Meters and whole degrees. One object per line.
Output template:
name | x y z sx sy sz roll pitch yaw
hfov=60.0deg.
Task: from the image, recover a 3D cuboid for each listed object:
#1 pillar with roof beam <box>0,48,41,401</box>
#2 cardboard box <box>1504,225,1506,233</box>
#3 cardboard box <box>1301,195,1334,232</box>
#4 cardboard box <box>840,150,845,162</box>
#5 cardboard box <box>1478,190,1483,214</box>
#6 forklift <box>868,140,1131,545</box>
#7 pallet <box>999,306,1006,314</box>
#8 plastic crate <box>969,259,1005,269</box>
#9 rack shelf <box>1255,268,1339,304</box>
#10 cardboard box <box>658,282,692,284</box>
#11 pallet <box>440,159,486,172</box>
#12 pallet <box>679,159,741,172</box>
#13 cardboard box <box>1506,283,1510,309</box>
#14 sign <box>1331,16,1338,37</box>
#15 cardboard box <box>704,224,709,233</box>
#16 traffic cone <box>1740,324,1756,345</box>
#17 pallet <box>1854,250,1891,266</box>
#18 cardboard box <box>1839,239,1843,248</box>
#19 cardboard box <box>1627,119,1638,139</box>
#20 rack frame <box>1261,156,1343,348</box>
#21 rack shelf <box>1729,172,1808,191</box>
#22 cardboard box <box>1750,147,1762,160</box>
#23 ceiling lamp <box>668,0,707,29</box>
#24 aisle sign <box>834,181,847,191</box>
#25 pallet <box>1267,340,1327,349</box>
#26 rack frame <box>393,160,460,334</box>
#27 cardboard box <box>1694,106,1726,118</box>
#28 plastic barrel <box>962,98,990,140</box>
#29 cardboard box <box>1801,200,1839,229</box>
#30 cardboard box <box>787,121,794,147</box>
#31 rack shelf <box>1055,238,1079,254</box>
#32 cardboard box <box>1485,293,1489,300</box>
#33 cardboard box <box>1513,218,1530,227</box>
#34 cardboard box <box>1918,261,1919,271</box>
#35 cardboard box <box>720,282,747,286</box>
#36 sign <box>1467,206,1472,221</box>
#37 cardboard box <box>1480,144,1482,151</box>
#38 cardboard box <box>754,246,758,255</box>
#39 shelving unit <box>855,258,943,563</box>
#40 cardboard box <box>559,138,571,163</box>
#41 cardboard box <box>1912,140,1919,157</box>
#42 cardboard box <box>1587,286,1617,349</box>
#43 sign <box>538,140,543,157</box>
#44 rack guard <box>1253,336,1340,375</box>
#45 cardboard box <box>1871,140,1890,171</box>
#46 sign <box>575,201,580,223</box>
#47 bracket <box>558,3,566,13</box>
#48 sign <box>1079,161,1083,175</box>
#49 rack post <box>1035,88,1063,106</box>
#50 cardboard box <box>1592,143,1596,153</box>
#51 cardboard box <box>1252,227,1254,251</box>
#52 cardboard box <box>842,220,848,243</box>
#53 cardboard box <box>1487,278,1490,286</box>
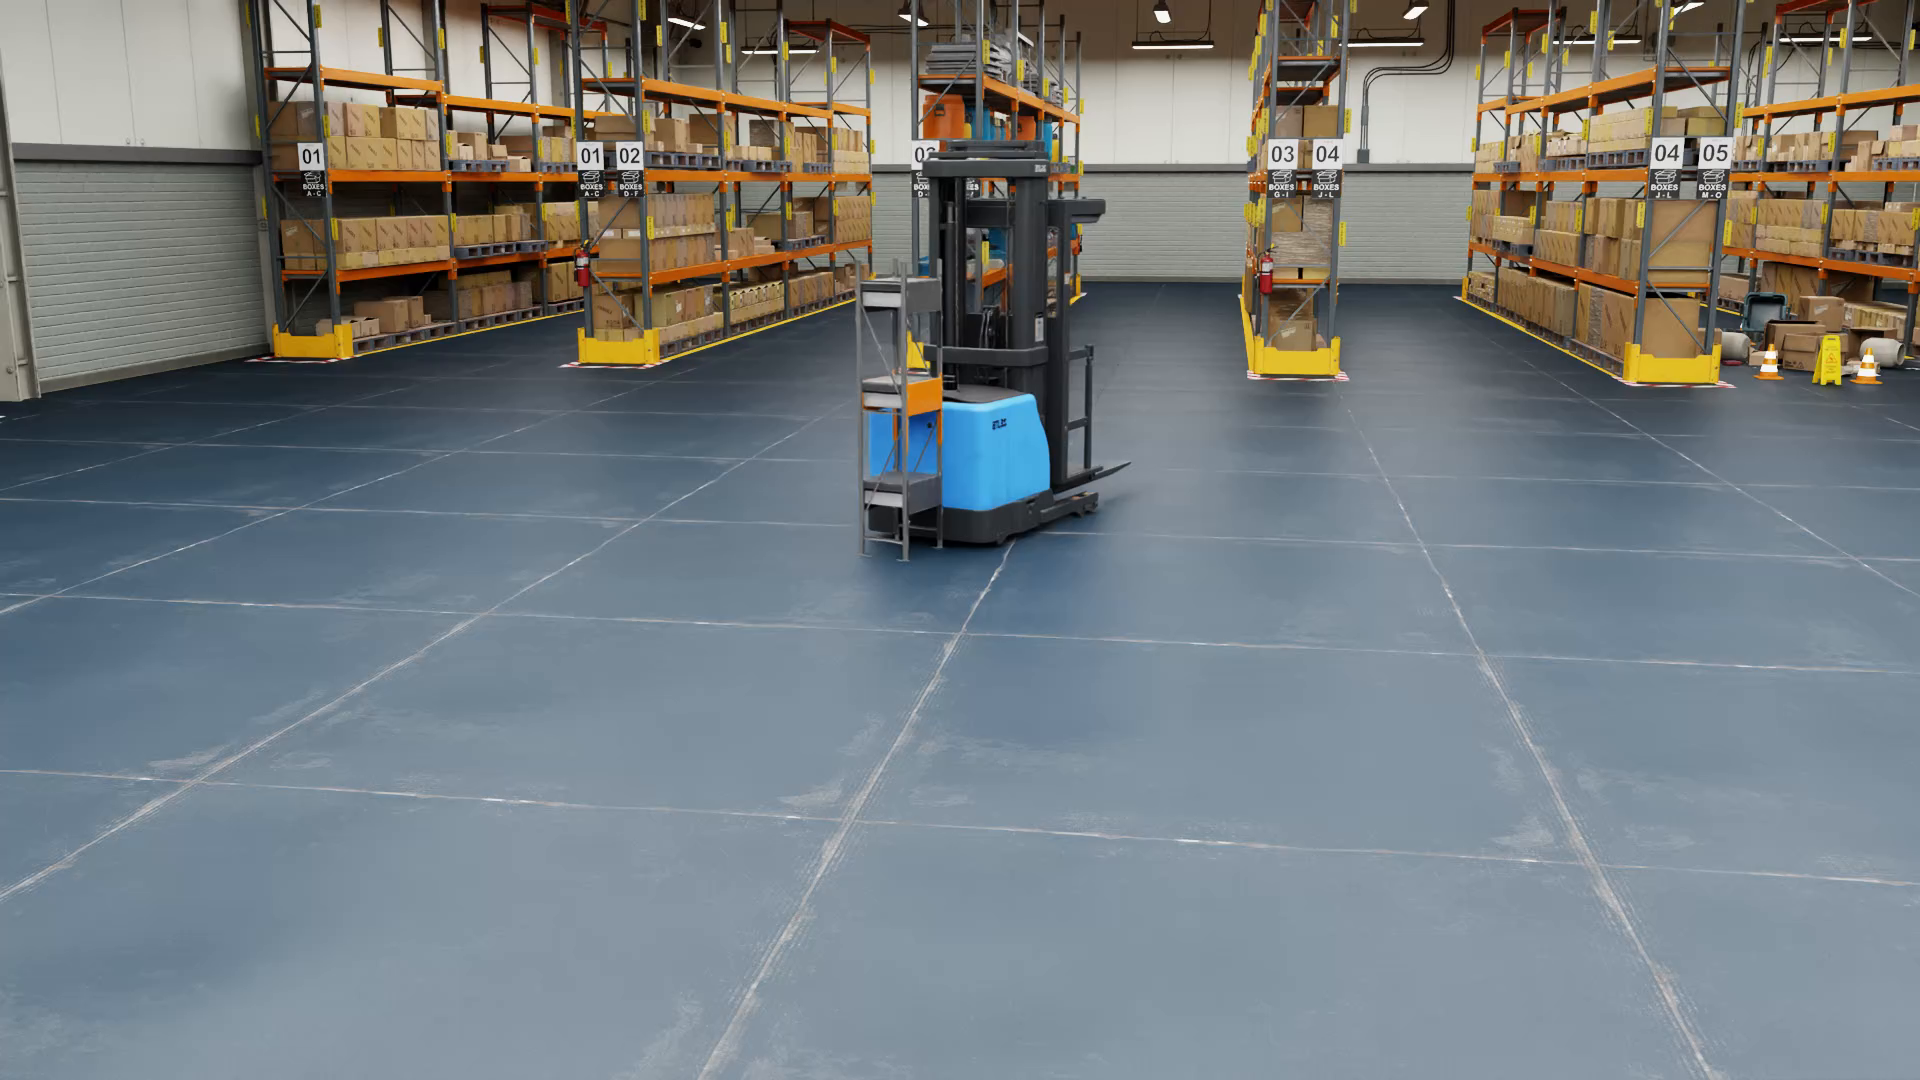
pillar with roof beam | -7.388 -6.002 18.985 9.100 9.000 0.400 2 12 9
cardboard box | 10.731 -6.007 32.138 0.380 0.149 0.250 2 12 8
cardboard box | 5.065 -4.592 23.362 0.500 0.500 0.500 2 12 9
cardboard box | -2.835 -8.457 36.666 0.500 0.250 0.500 2 12 9
cardboard box | 11.553 -7.337 36.102 0.500 0.500 0.500 2 12 7
forklift | 0.472 -1.662 13.247 1.130 2.935 3.031 7 14 29
pallet | 1.128 -4.431 32.553 1.003 0.211 1.213 2 12 9
plastic crate | 0.433 -4.321 26.049 0.530 0.136 0.437 2 12 9
rack shelf | 5.019 -3.868 25.027 1.077 0.370 4.000 2 12 9
cardboard box | -4.842 -4.099 28.141 0.500 0.500 0.500 2 12 9
pallet | -9.156 -6.617 29.401 1.213 0.211 1.003 2 12 9
pallet | -4.338 -6.514 28.934 0.805 0.209 1.217 1 12 6
cardboard box | 10.920 -4.738 32.293 0.500 0.500 0.500 2 12 10
sign | 5.860 -8.042 26.045 0.100 0.325 0.005 2 12 9
cardboard box | -4.369 -5.154 27.510 0.380 0.149 0.250 2 12 7
traffic cone | 12.983 -3.471 27.499 0.336 0.463 0.334 2 12 9
pallet | 15.470 -4.640 27.359 1.003 0.211 1.213 2 12 9
cardboard box | 15.424 -5.110 28.685 0.380 0.149 0.250 1 12 5
cardboard box | 9.474 -5.629 22.787 0.500 0.250 0.500 2 12 9
rack frame | 4.712 -3.803 23.019 1.000 3.000 0.127 2 12 9
rack shelf | 16.657 -7.511 34.812 1.077 0.370 4.000 2 12 9
cardboard box | 16.131 -7.778 33.429 0.396 0.266 0.258 2 12 10
ceiling lamp | -5.482 -12.304 34.370 0.800 3.185 2.000 2 12 9
aisle sign | -2.895 -8.750 39.803 0.394 0.787 0.004 2 12 9
pallet | 5.073 -2.877 25.341 1.003 0.211 1.213 2 12 9
rack frame | -9.356 -5.117 29.117 1.000 3.000 0.127 2 12 9
cardboard box | 9.963 -5.668 22.022 0.380 0.149 0.250 2 12 9
plastic barrel | 0.174 -6.509 26.269 0.600 0.901 0.708 2 12 9
cardboard box | 15.626 -5.908 30.176 0.500 0.500 0.500 2 12 10
cardboard box | -3.616 -8.097 33.213 0.500 0.500 0.500 2 12 9
rack shelf | 1.971 -6.526 37.363 1.077 0.370 4.000 2 12 9
cardboard box | 11.266 -5.132 34.956 0.380 0.149 0.250 1 12 7
cardboard box | 10.568 -5.939 31.119 0.380 0.149 0.250 2 12 10
cardboard box | 14.754 -4.136 25.163 0.380 0.149 0.250 2 12 8
cardboard box | -4.289 -4.716 31.456 0.500 0.311 0.500 2 12 7
sign | 11.522 -7.393 37.621 0.100 0.325 0.005 2 12 9
cardboard box | 11.612 -8.617 36.462 0.380 0.149 0.250 2 12 9
cardboard box | -3.986 -5.400 31.026 0.380 0.149 0.250 3 12 13
shelving unit | -0.425 -0.931 11.831 0.431 2.100 0.503 7 14 29
cardboard box | -8.532 -8.113 34.616 0.700 0.500 0.500 2 12 9
cardboard box | 15.066 -6.039 25.634 0.500 0.250 0.500 2 12 8
cardboard box | 9.911 -3.304 24.751 0.875 0.875 0.875 2 12 9
sign | -8.205 -7.651 32.527 0.100 0.325 0.005 2 12 9
rack guard | 4.723 -2.597 23.356 1.175 0.500 0.348 2 12 9
cardboard box | 15.528 -6.345 27.452 0.797 0.503 0.637 2 12 9
sign | -5.610 -4.827 24.460 0.100 0.325 0.005 2 12 9
bracket | -8.586 -11.550 36.185 0.235 0.232 0.430 2 12 9
sign | 2.824 -8.695 38.847 0.100 0.325 0.005 2 12 9
rack post | 1.478 -8.724 32.801 0.937 0.300 0.954 3 13 15
cardboard box | 9.782 -5.933 25.144 0.380 0.149 0.250 2 12 9
cardboard box | 5.932 -5.840 32.233 0.500 0.500 0.500 1 12 7
cardboard box | -2.808 -6.875 37.039 0.500 0.500 0.500 2 12 10
cardboard box | 11.271 -5.411 34.837 0.380 0.149 0.250 2 12 8
